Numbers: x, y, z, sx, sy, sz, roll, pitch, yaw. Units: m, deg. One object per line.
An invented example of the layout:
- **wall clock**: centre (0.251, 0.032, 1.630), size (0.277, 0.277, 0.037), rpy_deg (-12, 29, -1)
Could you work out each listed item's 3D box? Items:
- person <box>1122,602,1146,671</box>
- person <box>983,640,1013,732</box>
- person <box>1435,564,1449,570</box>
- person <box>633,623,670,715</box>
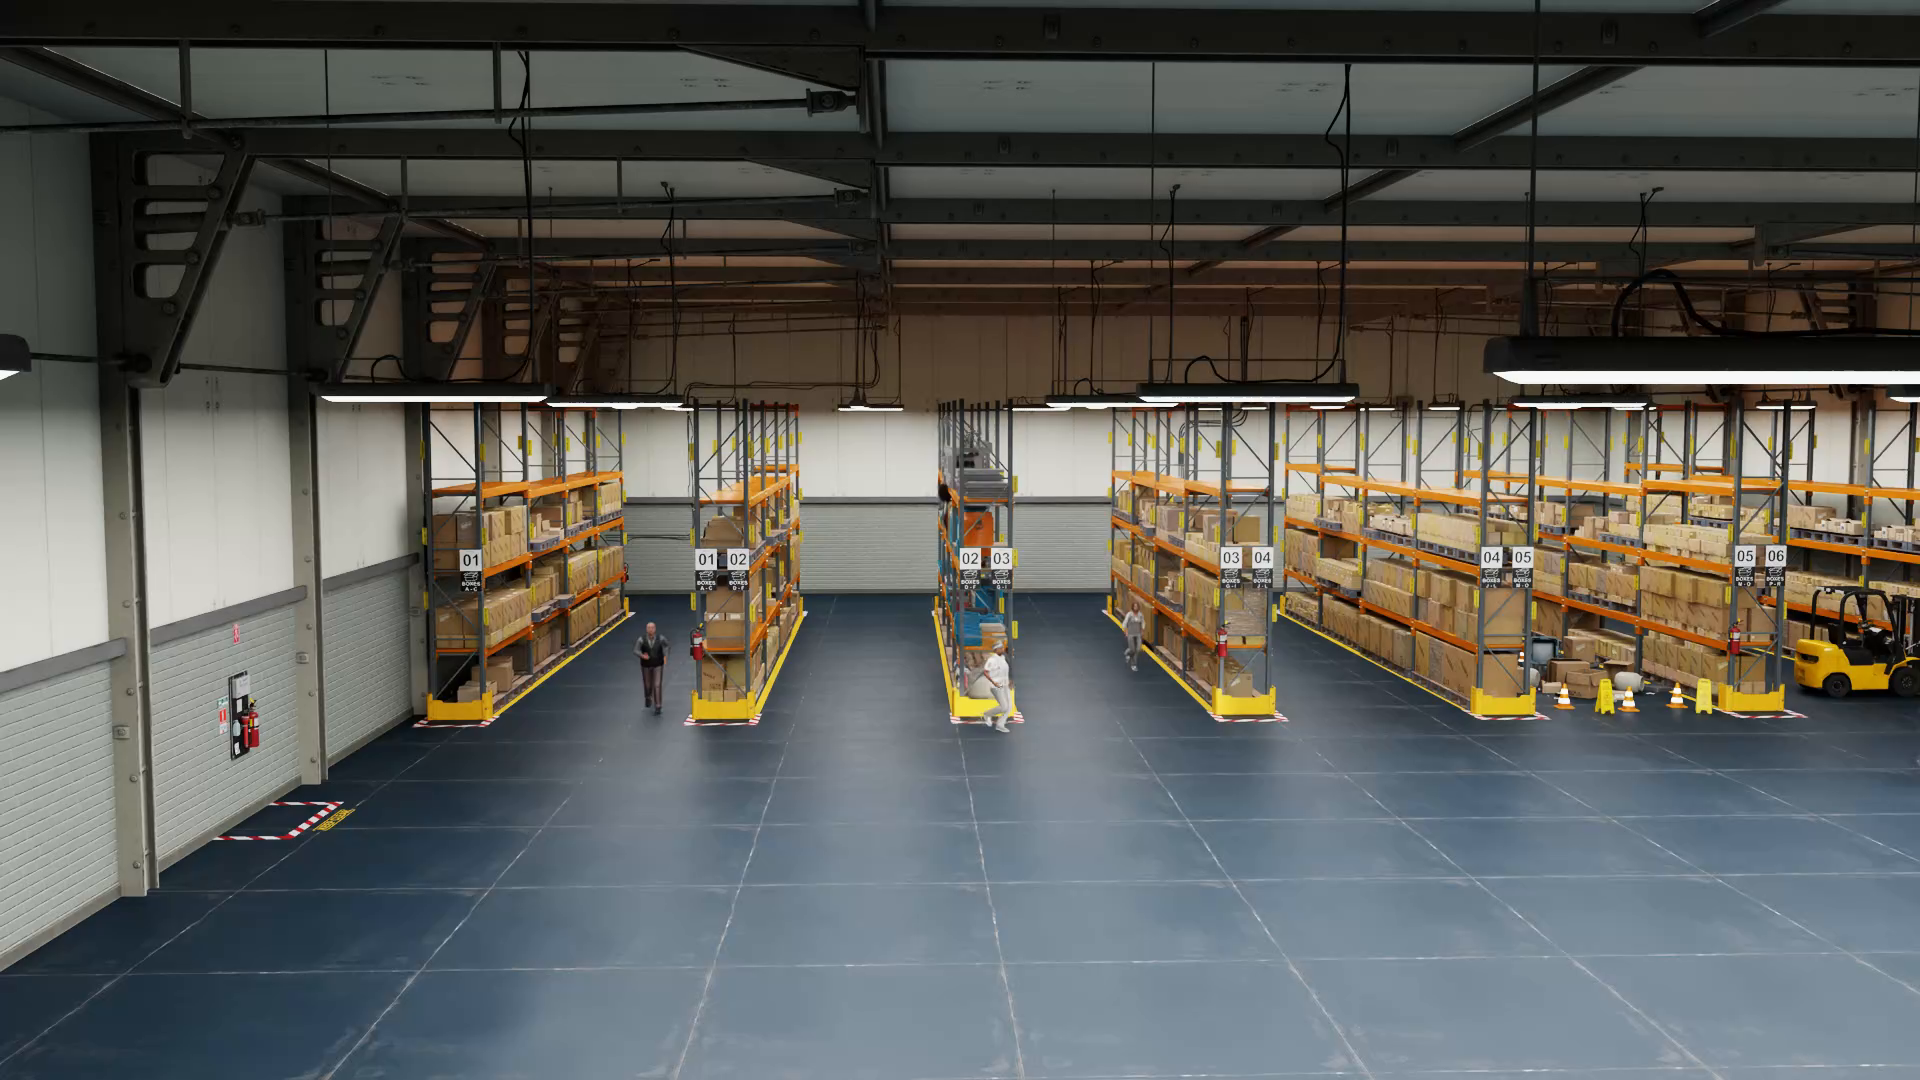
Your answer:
- **person**: centre (3.890, 2.139, 37.172), size (0.520, 1.553, 0.576), rpy_deg (-1, 4, -9)
- **person**: centre (0.683, 2.626, 29.987), size (0.526, 1.653, 0.593), rpy_deg (3, 5, 34)
- **person**: centre (14.258, 1.122, 49.324), size (0.680, 1.780, 0.763), rpy_deg (1, 4, 13)
- **person**: centre (-5.888, 2.427, 31.773), size (0.695, 1.710, 0.970), rpy_deg (-1, 4, -9)
